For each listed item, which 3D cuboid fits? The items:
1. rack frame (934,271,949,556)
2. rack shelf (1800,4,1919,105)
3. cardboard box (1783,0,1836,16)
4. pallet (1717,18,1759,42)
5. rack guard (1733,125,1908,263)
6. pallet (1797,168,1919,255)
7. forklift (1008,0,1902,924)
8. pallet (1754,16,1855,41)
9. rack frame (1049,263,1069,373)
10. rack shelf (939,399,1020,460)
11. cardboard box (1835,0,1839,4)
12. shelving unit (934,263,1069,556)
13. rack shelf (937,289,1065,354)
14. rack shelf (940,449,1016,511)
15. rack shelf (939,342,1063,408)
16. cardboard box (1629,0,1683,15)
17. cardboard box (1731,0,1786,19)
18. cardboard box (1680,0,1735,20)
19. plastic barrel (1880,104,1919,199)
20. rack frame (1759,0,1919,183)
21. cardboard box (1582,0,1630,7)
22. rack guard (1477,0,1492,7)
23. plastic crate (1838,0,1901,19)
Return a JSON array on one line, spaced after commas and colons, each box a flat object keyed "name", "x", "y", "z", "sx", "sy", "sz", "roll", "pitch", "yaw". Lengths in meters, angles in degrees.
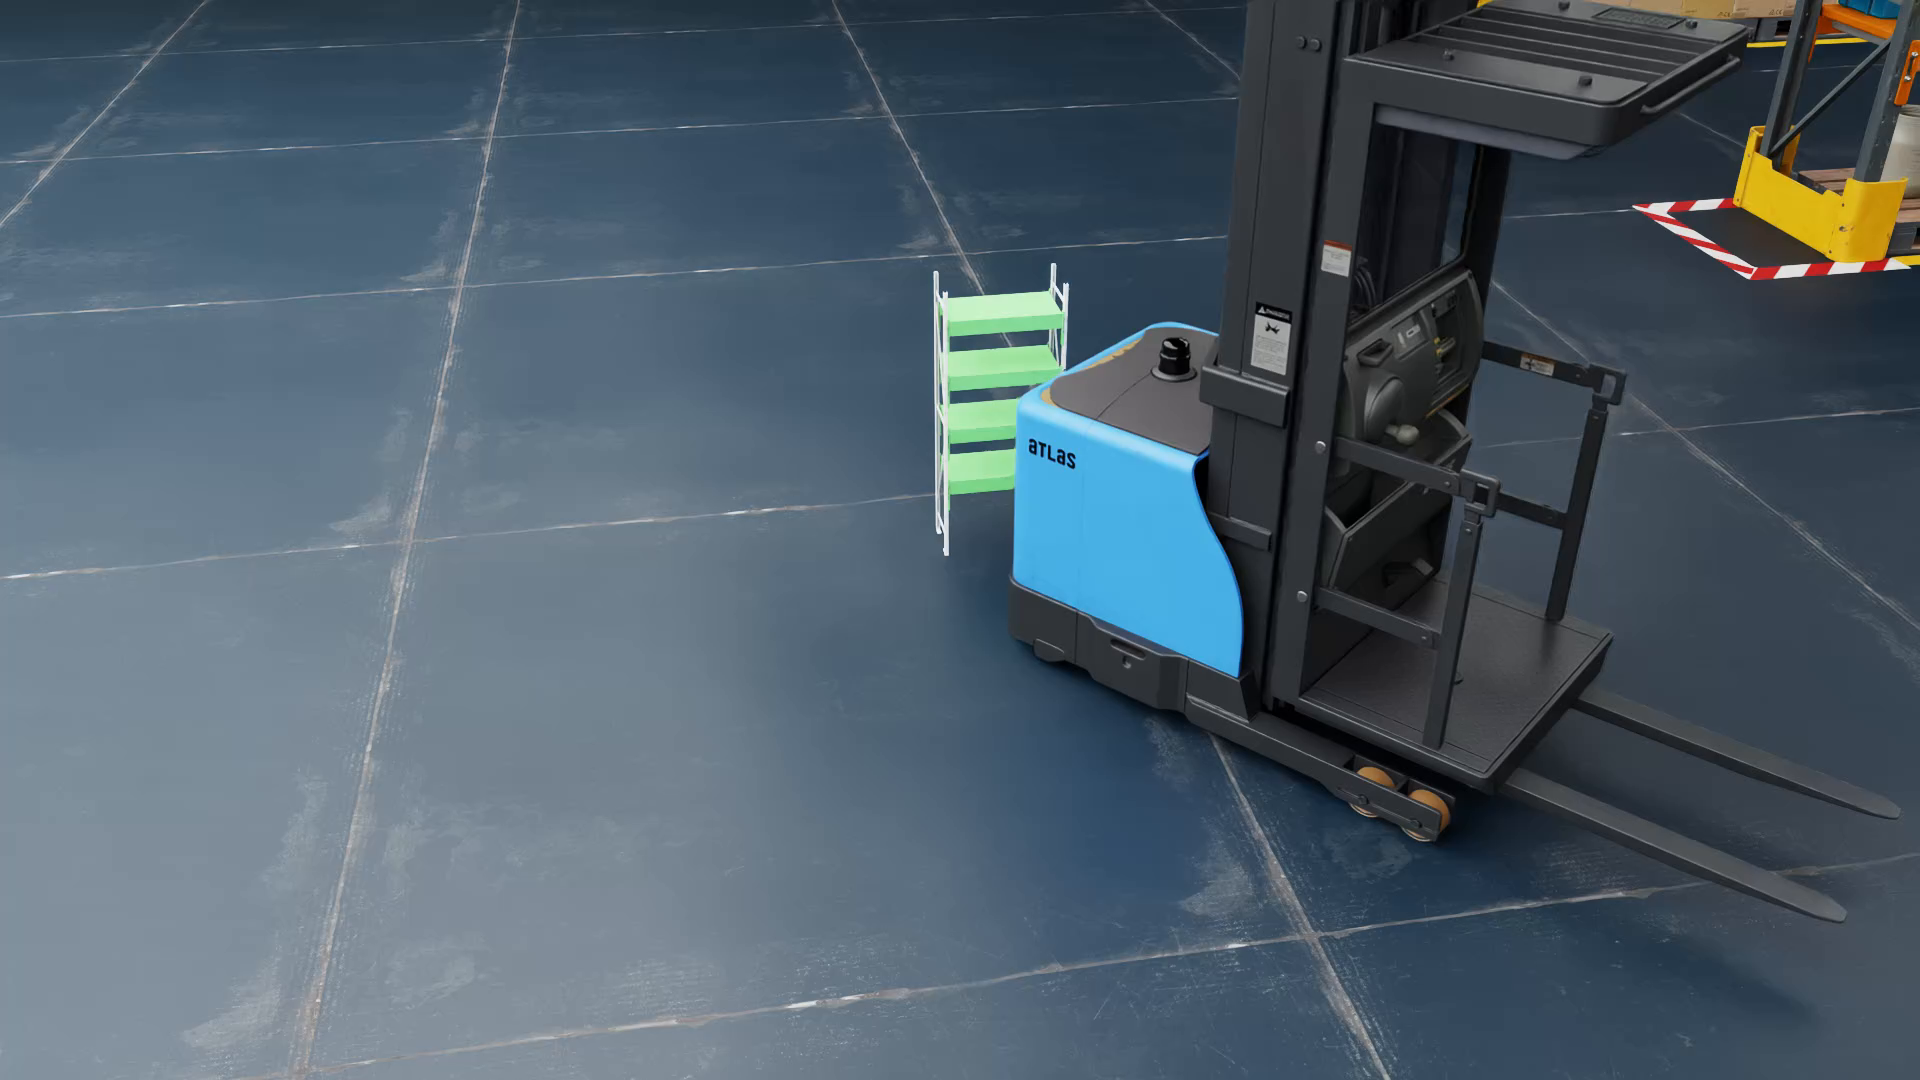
[{"name": "rack frame", "x": -0.077, "y": -0.510, "z": 6.934, "sx": 0.015, "sy": 1.200, "sz": 0.240, "roll": -5, "pitch": 31, "yaw": -9}, {"name": "rack shelf", "x": 7.304, "y": -3.121, "z": 10.308, "sx": 4.000, "sy": 0.370, "sz": 1.077, "roll": -5, "pitch": 31, "yaw": -9}, {"name": "cardboard box", "x": 7.472, "y": -4.887, "z": 14.901, "sx": 0.500, "sy": 0.250, "sz": 0.500, "roll": -5, "pitch": 31, "yaw": -9}, {"name": "pallet", "x": 6.390, "y": -4.717, "z": 15.063, "sx": 1.213, "sy": 0.211, "sz": 1.003, "roll": -5, "pitch": 31, "yaw": -9}, {"name": "rack guard", "x": 5.403, "y": -2.201, "z": 10.500, "sx": 0.348, "sy": 0.500, "sz": 1.175, "roll": -5, "pitch": 31, "yaw": -9}, {"name": "pallet", "x": 6.203, "y": -2.148, "z": 10.695, "sx": 1.213, "sy": 0.211, "sz": 1.003, "roll": -5, "pitch": 31, "yaw": -9}, {"name": "forklift", "x": 1.646, "y": -0.564, "z": 5.318, "sx": 3.031, "sy": 2.935, "sz": 1.130, "roll": 23, "pitch": 37, "yaw": 33}, {"name": "pallet", "x": 7.593, "y": -4.830, "z": 15.256, "sx": 1.213, "sy": 0.211, "sz": 1.003, "roll": -5, "pitch": 31, "yaw": -9}, {"name": "rack frame", "x": 0.403, "y": -0.555, "z": 7.009, "sx": 0.015, "sy": 1.200, "sz": 0.240, "roll": -5, "pitch": 31, "yaw": -9}, {"name": "rack shelf", "x": 0.163, "y": -0.477, "z": 7.004, "sx": 0.480, "sy": 0.148, "sz": 0.258, "roll": -5, "pitch": 31, "yaw": -9}, {"name": "cardboard box", "x": 7.966, "y": -4.928, "z": 14.970, "sx": 0.500, "sy": 0.250, "sz": 0.500, "roll": -5, "pitch": 31, "yaw": -9}, {"name": "shelving unit", "x": 0.163, "y": -0.532, "z": 6.972, "sx": 0.503, "sy": 1.200, "sz": 0.258, "roll": -5, "pitch": 31, "yaw": -9}, {"name": "rack shelf", "x": 0.163, "y": -0.891, "z": 6.761, "sx": 0.480, "sy": 0.148, "sz": 0.258, "roll": -5, "pitch": 31, "yaw": -9}, {"name": "rack shelf", "x": 0.163, "y": -0.270, "z": 7.126, "sx": 0.480, "sy": 0.148, "sz": 0.258, "roll": -5, "pitch": 31, "yaw": -9}, {"name": "rack shelf", "x": 0.163, "y": -0.684, "z": 6.882, "sx": 0.480, "sy": 0.148, "sz": 0.258, "roll": -5, "pitch": 31, "yaw": -9}, {"name": "cardboard box", "x": 5.999, "y": -4.745, "z": 14.659, "sx": 0.500, "sy": 0.250, "sz": 0.500, "roll": -5, "pitch": 31, "yaw": -9}, {"name": "cardboard box", "x": 6.983, "y": -4.834, "z": 14.811, "sx": 0.500, "sy": 0.250, "sz": 0.500, "roll": -5, "pitch": 31, "yaw": -9}, {"name": "cardboard box", "x": 6.491, "y": -4.788, "z": 14.732, "sx": 0.500, "sy": 0.250, "sz": 0.500, "roll": -5, "pitch": 31, "yaw": -9}, {"name": "plastic barrel", "x": 5.970, "y": -2.455, "z": 10.506, "sx": 0.421, "sy": 0.512, "sz": 0.421, "roll": 0, "pitch": 30, "yaw": 0}, {"name": "rack frame", "x": 5.337, "y": -3.248, "z": 9.815, "sx": 0.127, "sy": 3.000, "sz": 1.000, "roll": -5, "pitch": 31, "yaw": -9}, {"name": "cardboard box", "x": 5.507, "y": -4.700, "z": 14.582, "sx": 0.500, "sy": 0.250, "sz": 0.500, "roll": -5, "pitch": 31, "yaw": -9}, {"name": "rack guard", "x": 4.424, "y": -4.639, "z": 14.646, "sx": 0.348, "sy": 0.500, "sz": 1.175, "roll": -5, "pitch": 31, "yaw": -9}, {"name": "plastic crate", "x": 5.775, "y": -3.379, "z": 10.184, "sx": 0.616, "sy": 0.251, "sz": 0.499, "roll": -5, "pitch": 31, "yaw": -9}]
